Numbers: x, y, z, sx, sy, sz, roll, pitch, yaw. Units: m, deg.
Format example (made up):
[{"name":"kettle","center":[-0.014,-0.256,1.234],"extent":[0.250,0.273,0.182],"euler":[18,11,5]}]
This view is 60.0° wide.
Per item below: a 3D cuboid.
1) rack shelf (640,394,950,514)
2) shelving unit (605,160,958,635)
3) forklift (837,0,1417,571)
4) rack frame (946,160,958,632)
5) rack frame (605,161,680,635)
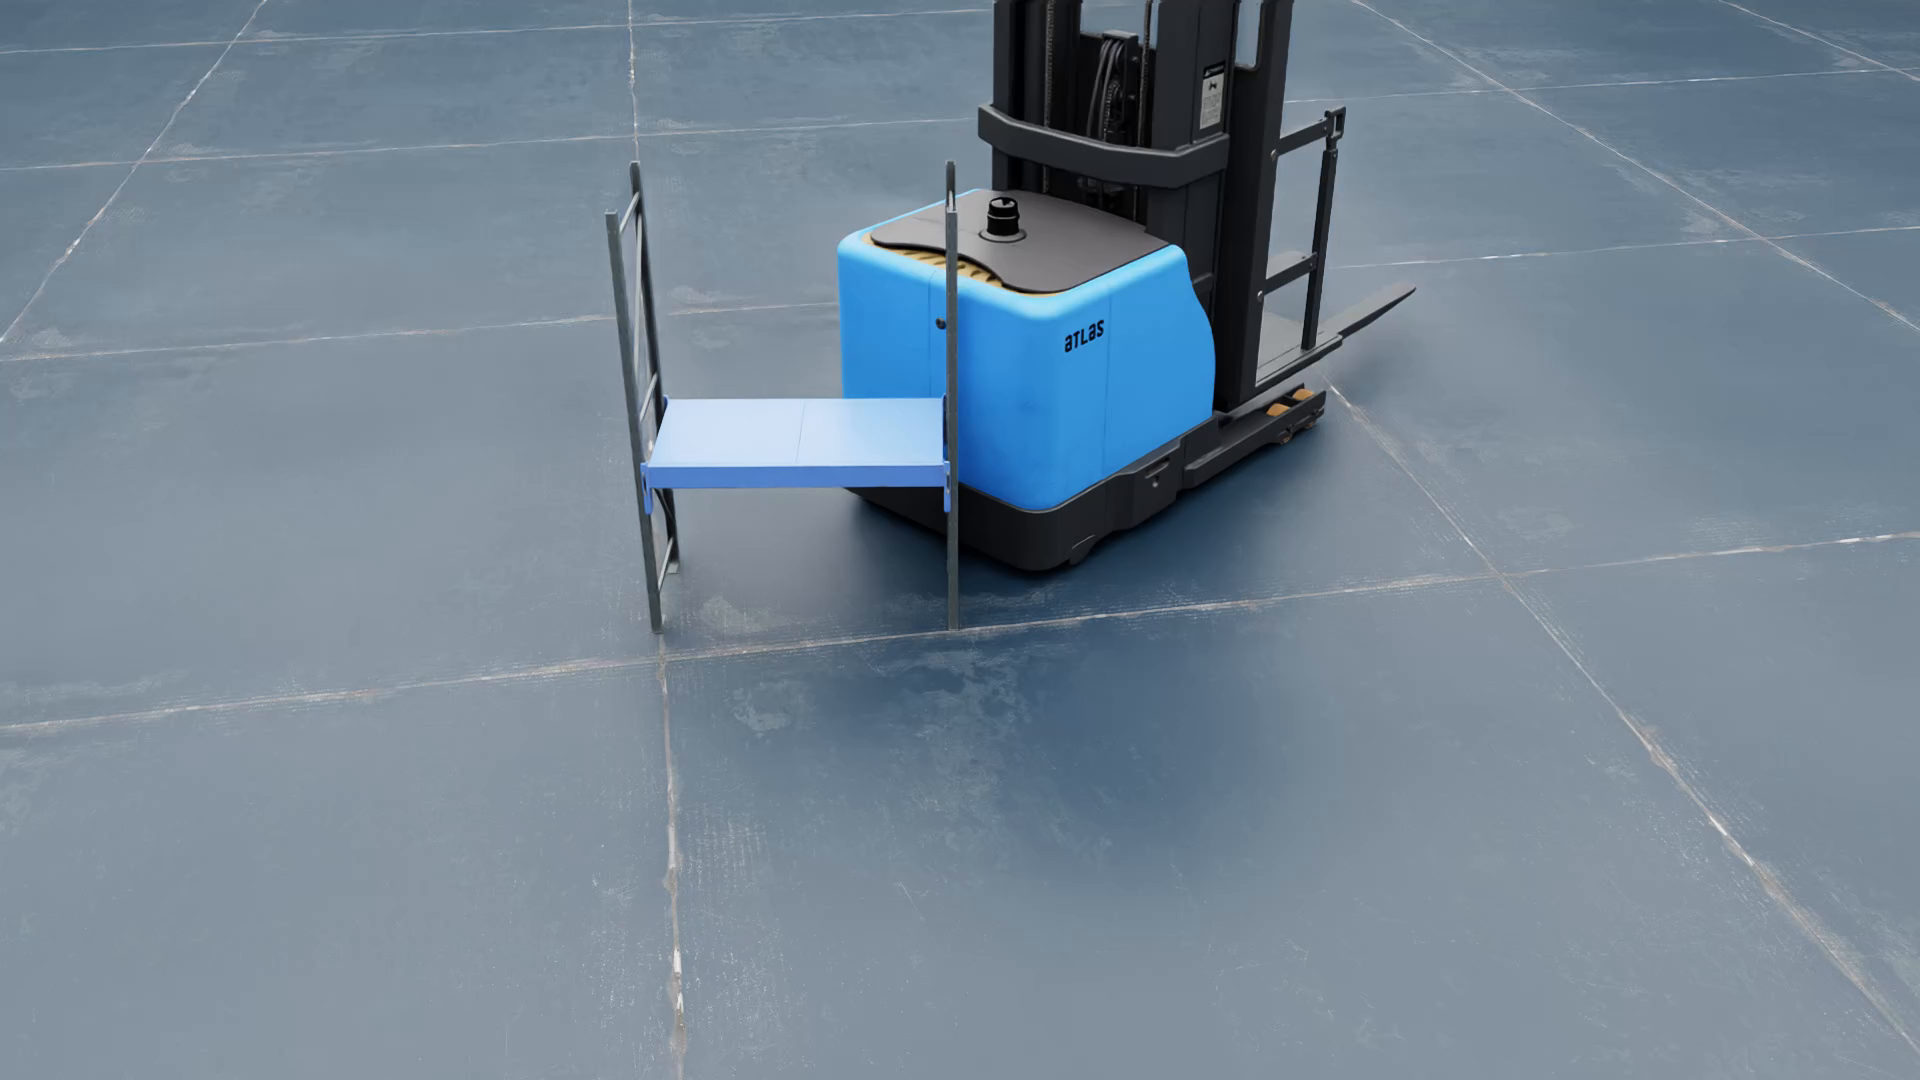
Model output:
[{"name":"rack shelf","center":[-0.535,-0.298,5.632],"extent":[1.000,0.185,0.538],"euler":[0,30,-1]},{"name":"shelving unit","center":[-0.535,-0.453,5.540],"extent":[1.048,1.500,0.538],"euler":[0,30,-1]},{"name":"forklift","center":[0.899,-1.817,6.449],"extent":[1.130,2.935,3.031],"euler":[24,38,35]},{"name":"rack frame","center":[-0.027,-0.456,5.546],"extent":[0.032,1.500,0.500],"euler":[0,30,-1]},{"name":"rack frame","center":[-1.043,-0.449,5.534],"extent":[0.032,1.500,0.500],"euler":[0,30,-1]}]
